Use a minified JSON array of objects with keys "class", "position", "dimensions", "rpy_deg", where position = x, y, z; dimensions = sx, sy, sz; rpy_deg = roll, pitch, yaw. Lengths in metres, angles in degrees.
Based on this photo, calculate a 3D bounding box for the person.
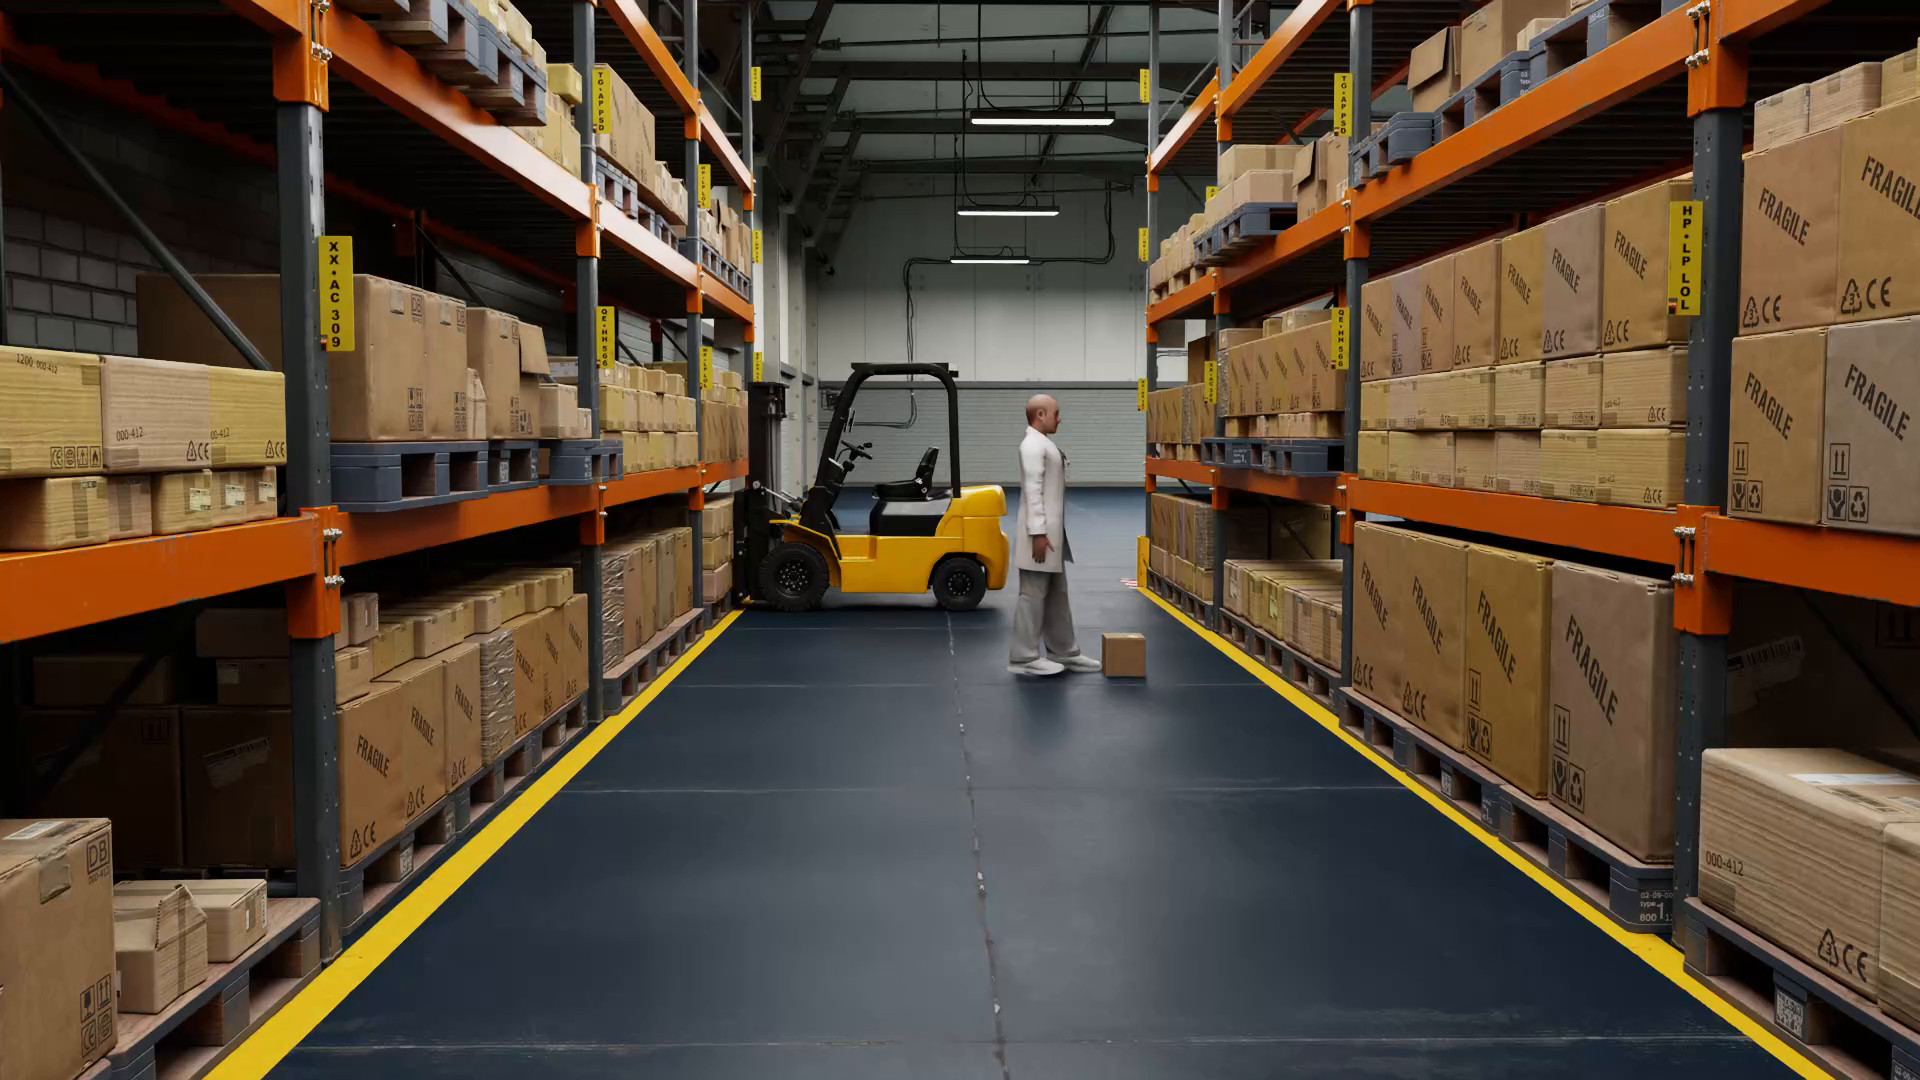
[{"class":"person","position":[0.607,-0.045,10.574],"dimensions":[0.611,1.758,0.635],"rpy_deg":[0,4,6]}]
